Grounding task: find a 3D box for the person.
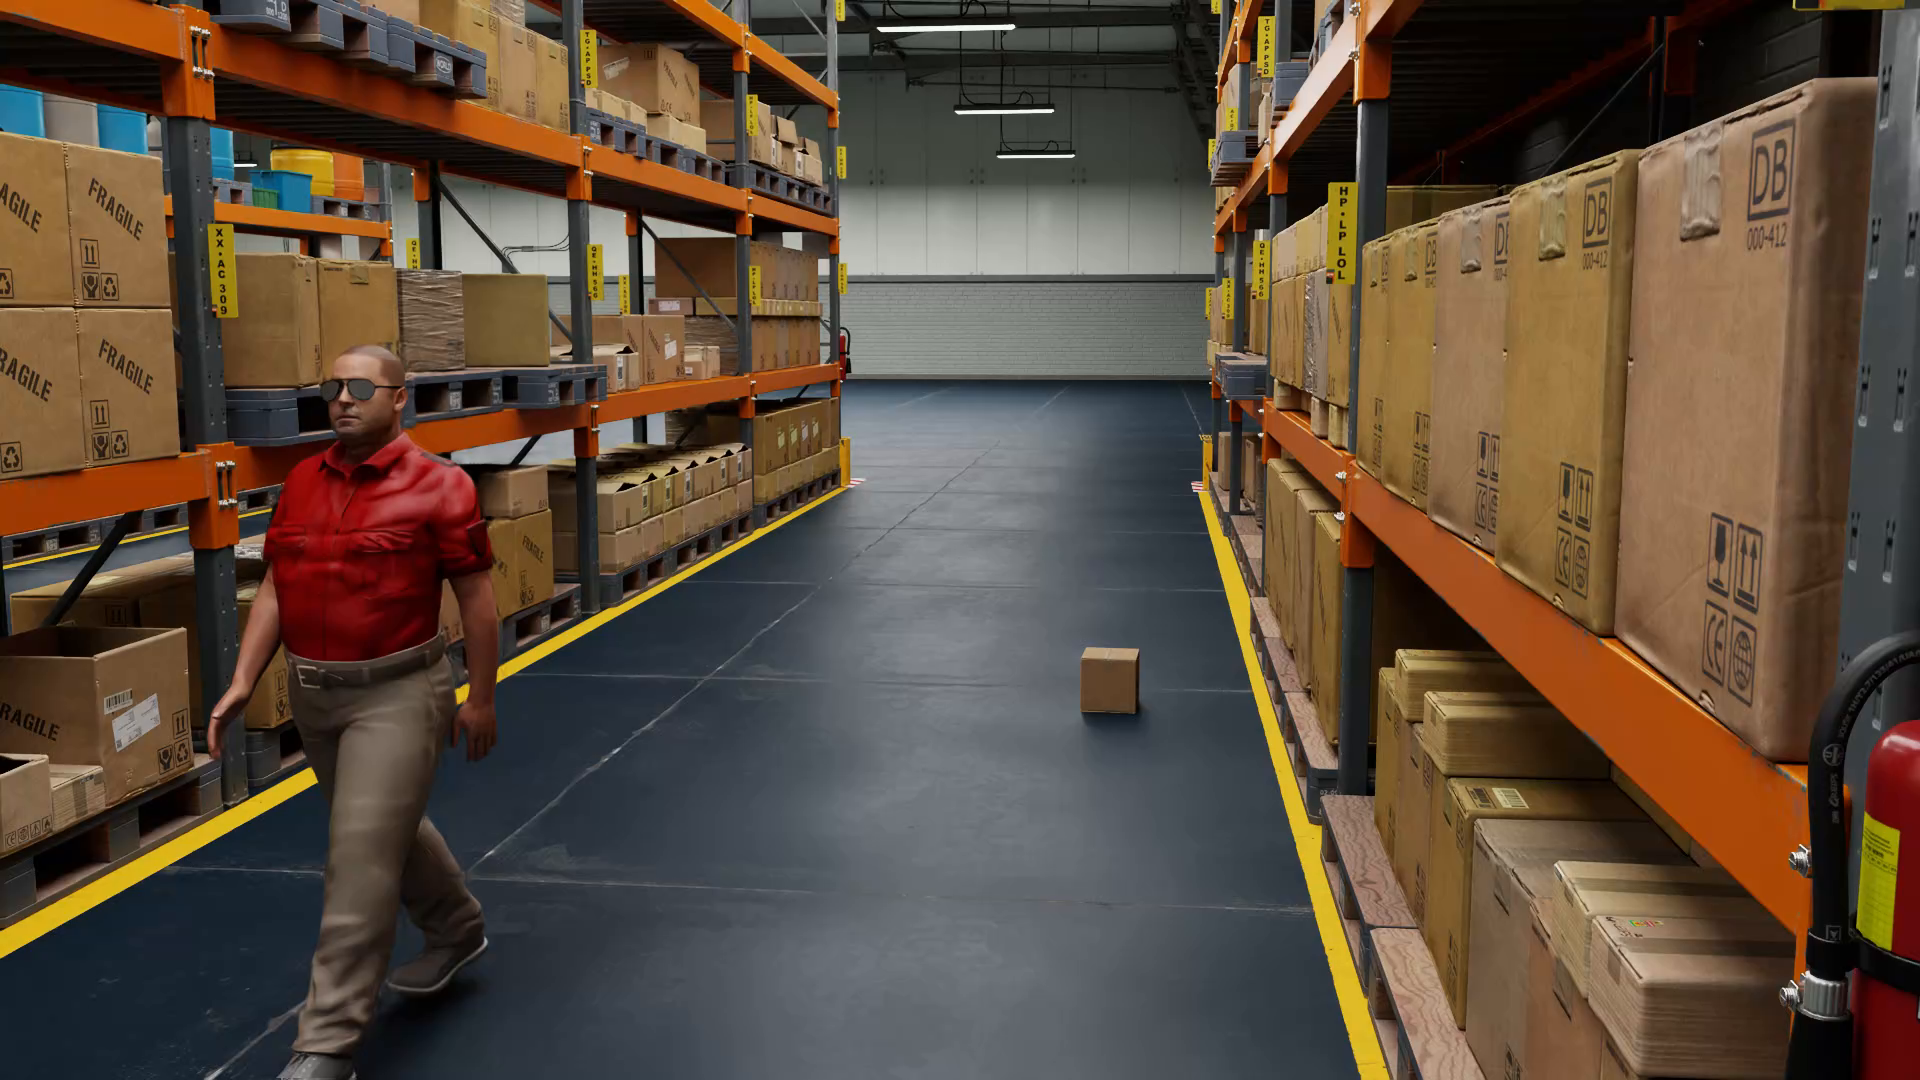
[{"bbox_3d":[-1.440,0.378,3.910,0.542,1.663,1.019,3,8,22],"label":"person"}]
